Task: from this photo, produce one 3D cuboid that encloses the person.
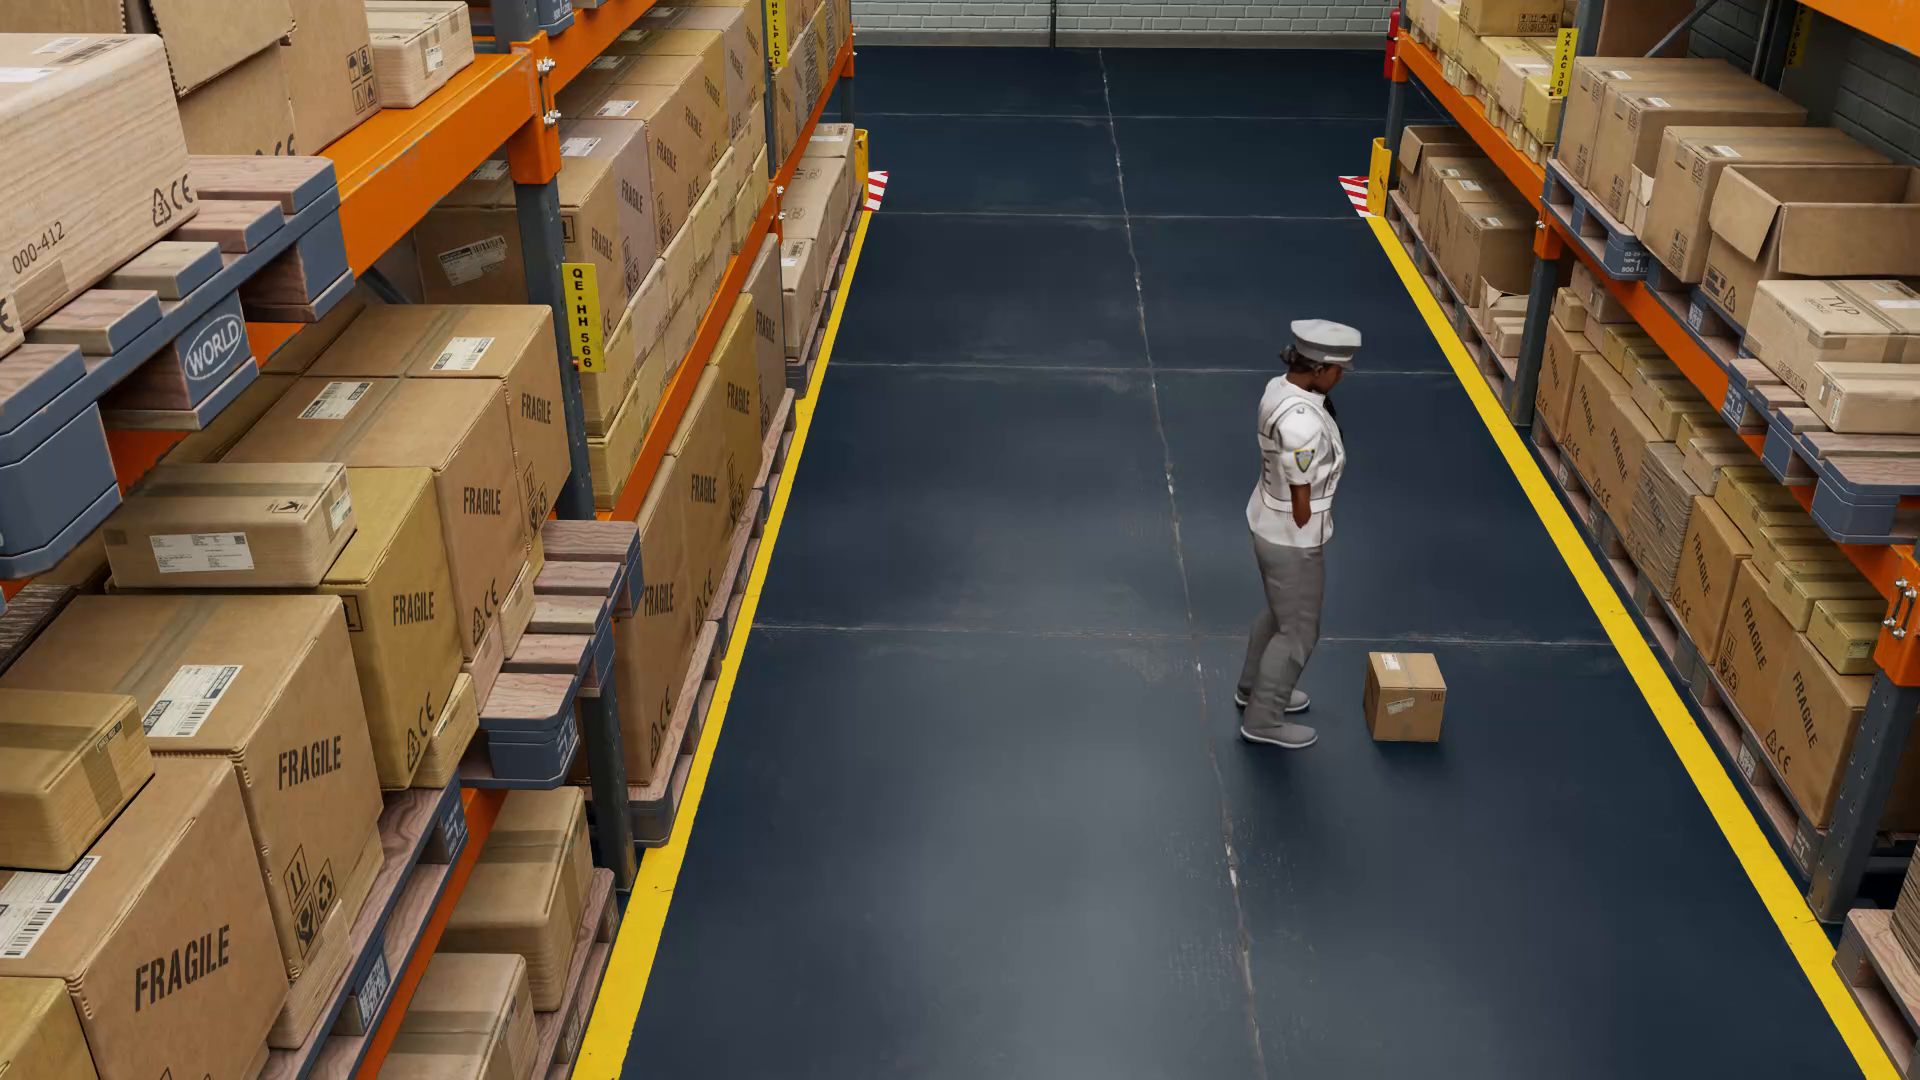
[{"bbox_3d":[1.231,-0.021,6.186,0.337,1.656,0.441,2,28,3],"label":"person"}]
